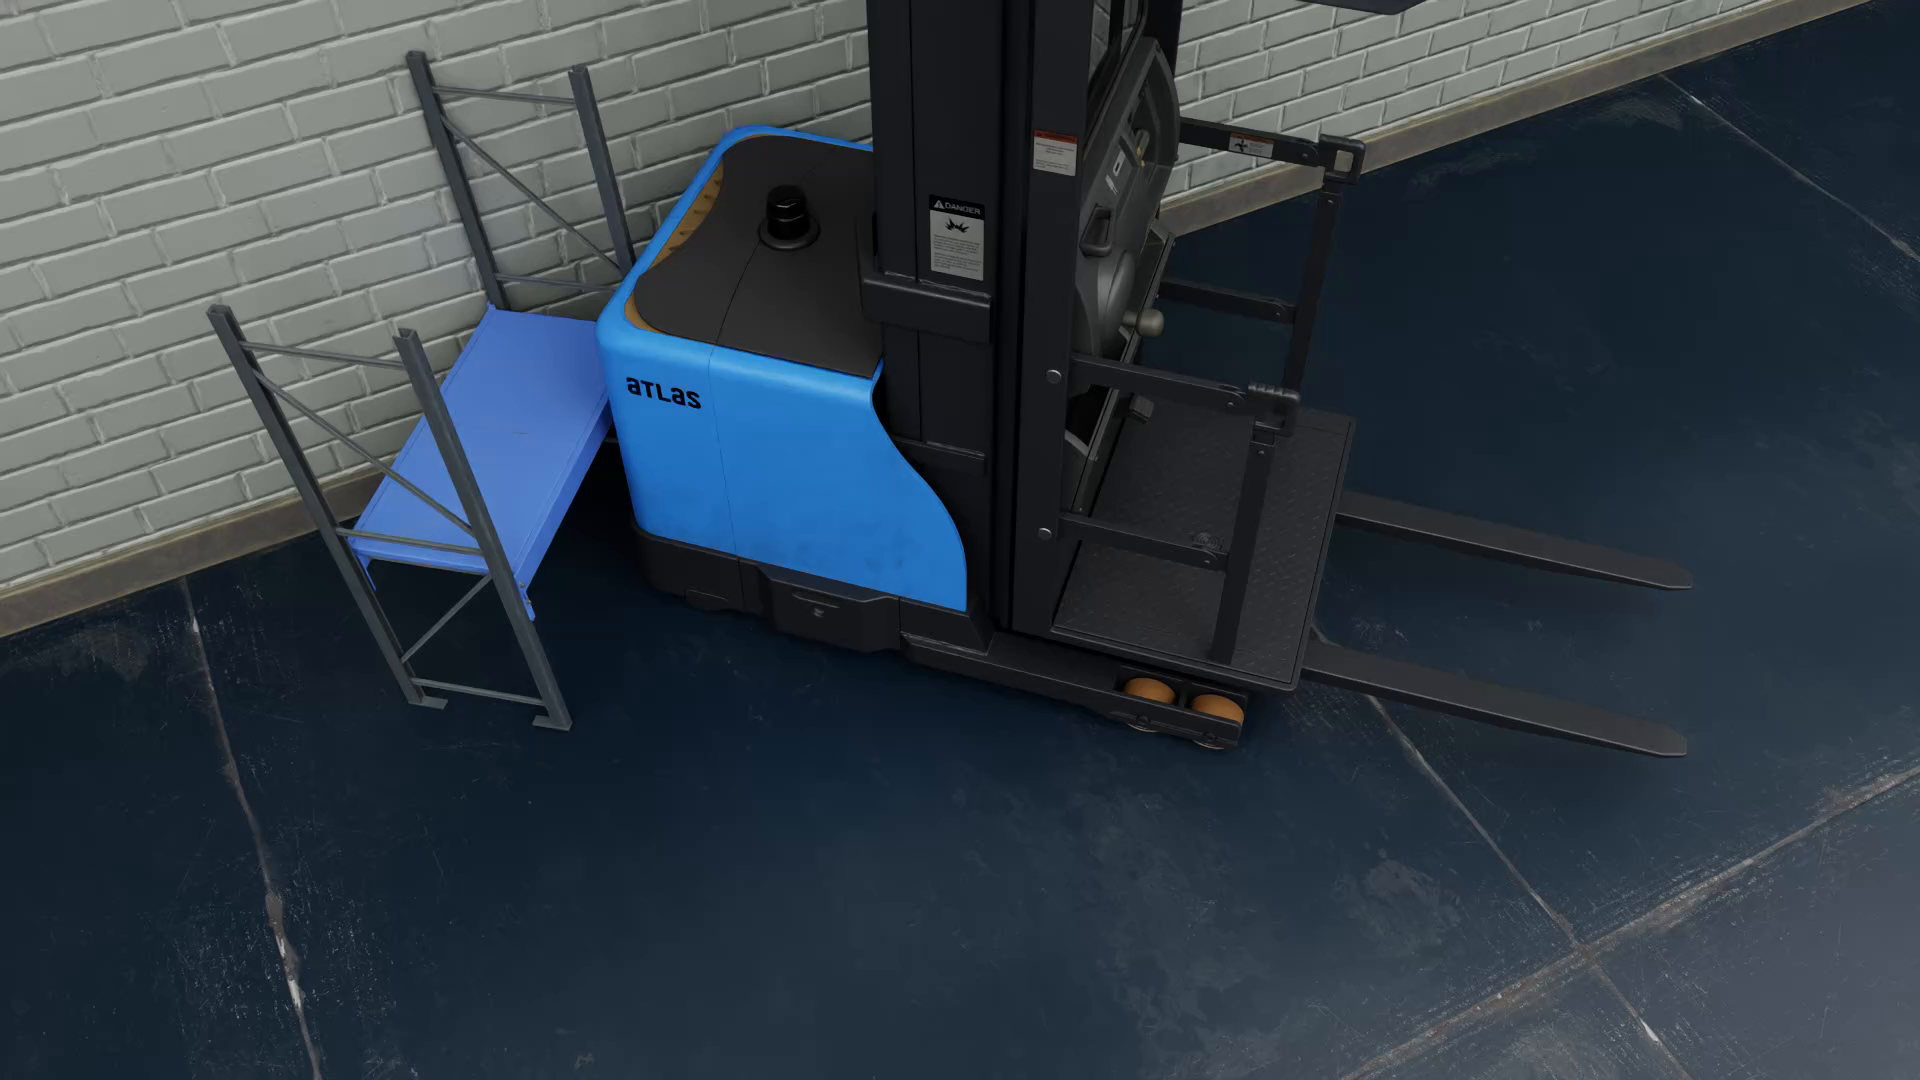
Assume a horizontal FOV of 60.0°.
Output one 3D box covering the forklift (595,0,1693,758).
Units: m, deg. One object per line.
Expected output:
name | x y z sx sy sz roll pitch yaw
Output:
forklift | 0.601 -0.822 4.022 3.031 2.935 1.130 13 50 11

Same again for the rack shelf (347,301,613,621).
rack shelf | -1.270 -0.252 4.686 0.538 0.185 1.000 8 50 11

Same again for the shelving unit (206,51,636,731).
shelving unit | -1.279 -0.369 4.551 0.538 1.500 1.048 8 50 11

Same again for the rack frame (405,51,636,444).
rack frame | -1.164 -0.747 4.870 0.500 1.500 0.032 8 50 11

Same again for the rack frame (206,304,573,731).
rack frame | -1.394 0.009 4.231 0.500 1.500 0.032 8 50 11
